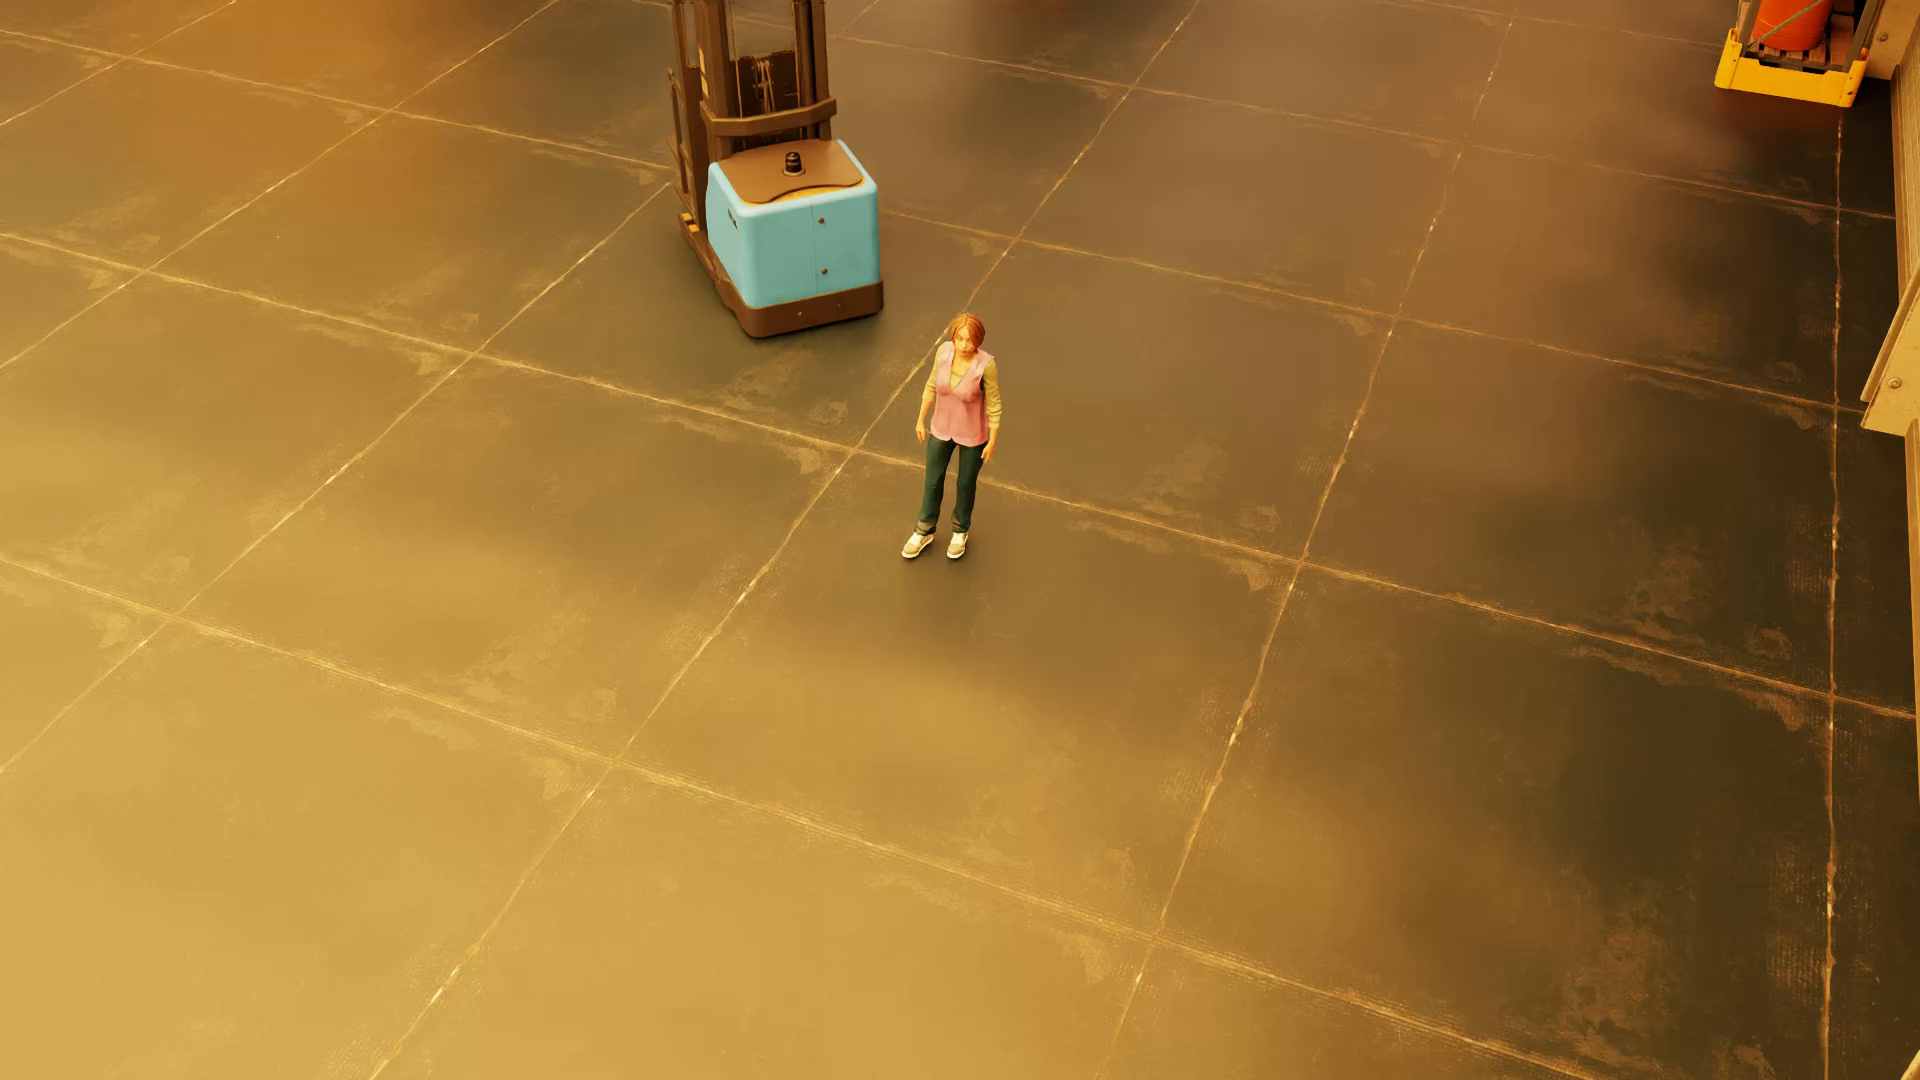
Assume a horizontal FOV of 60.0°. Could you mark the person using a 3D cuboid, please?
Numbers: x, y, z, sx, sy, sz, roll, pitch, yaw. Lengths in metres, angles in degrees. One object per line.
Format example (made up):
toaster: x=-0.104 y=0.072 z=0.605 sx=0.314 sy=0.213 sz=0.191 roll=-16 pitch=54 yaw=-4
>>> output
person: x=-0.041 y=-0.577 z=9.724 sx=0.521 sy=1.599 sz=0.473 roll=15 pitch=42 yaw=17

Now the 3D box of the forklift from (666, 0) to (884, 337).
forklift: x=-1.586 y=-3.527 z=12.219 sx=1.130 sy=2.935 sz=3.031 roll=-15 pitch=42 yaw=-17
